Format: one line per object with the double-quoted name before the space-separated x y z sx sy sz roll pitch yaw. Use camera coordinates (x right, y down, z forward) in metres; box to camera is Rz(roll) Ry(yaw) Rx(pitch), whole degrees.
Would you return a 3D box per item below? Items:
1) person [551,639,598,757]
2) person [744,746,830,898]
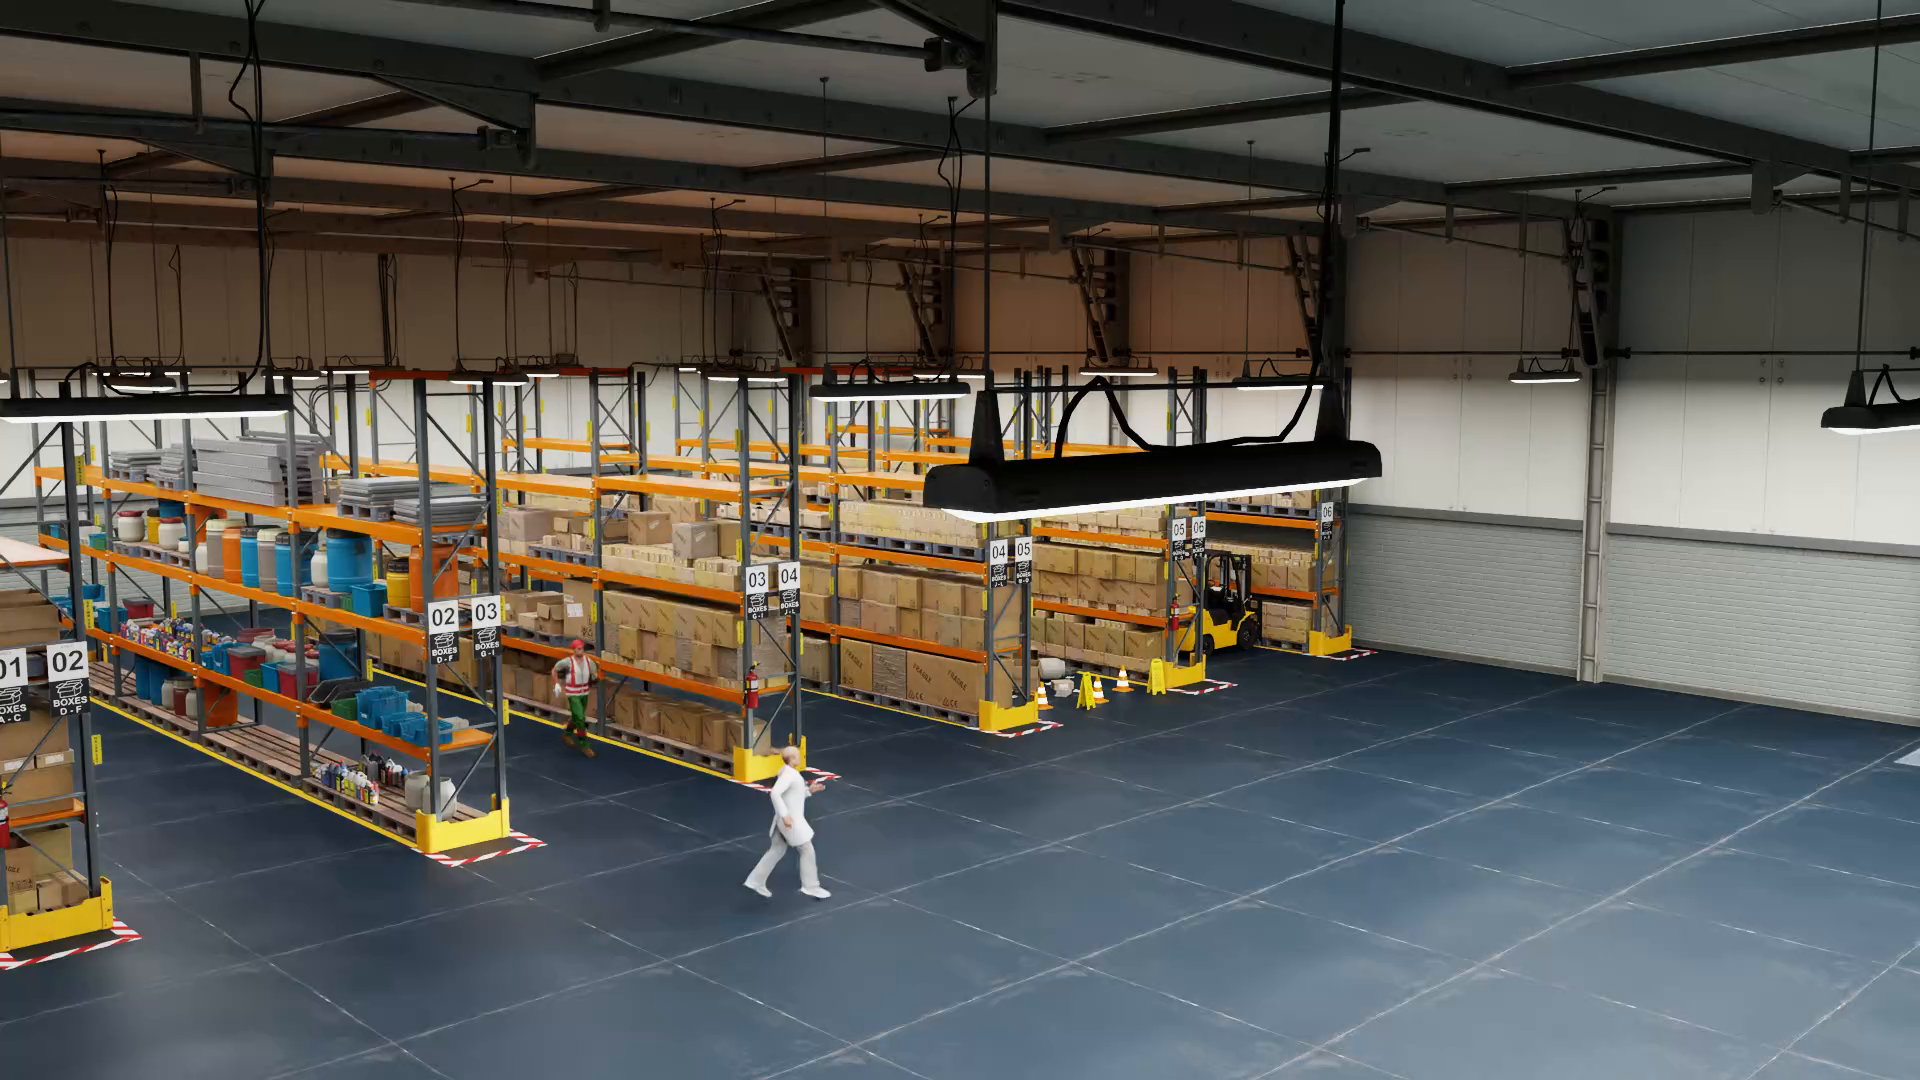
"person" -6.046 2.458 26.240 0.936 1.815 0.655 6 9 41
"person" -1.995 3.267 19.142 1.001 1.812 0.680 -3 7 -22
